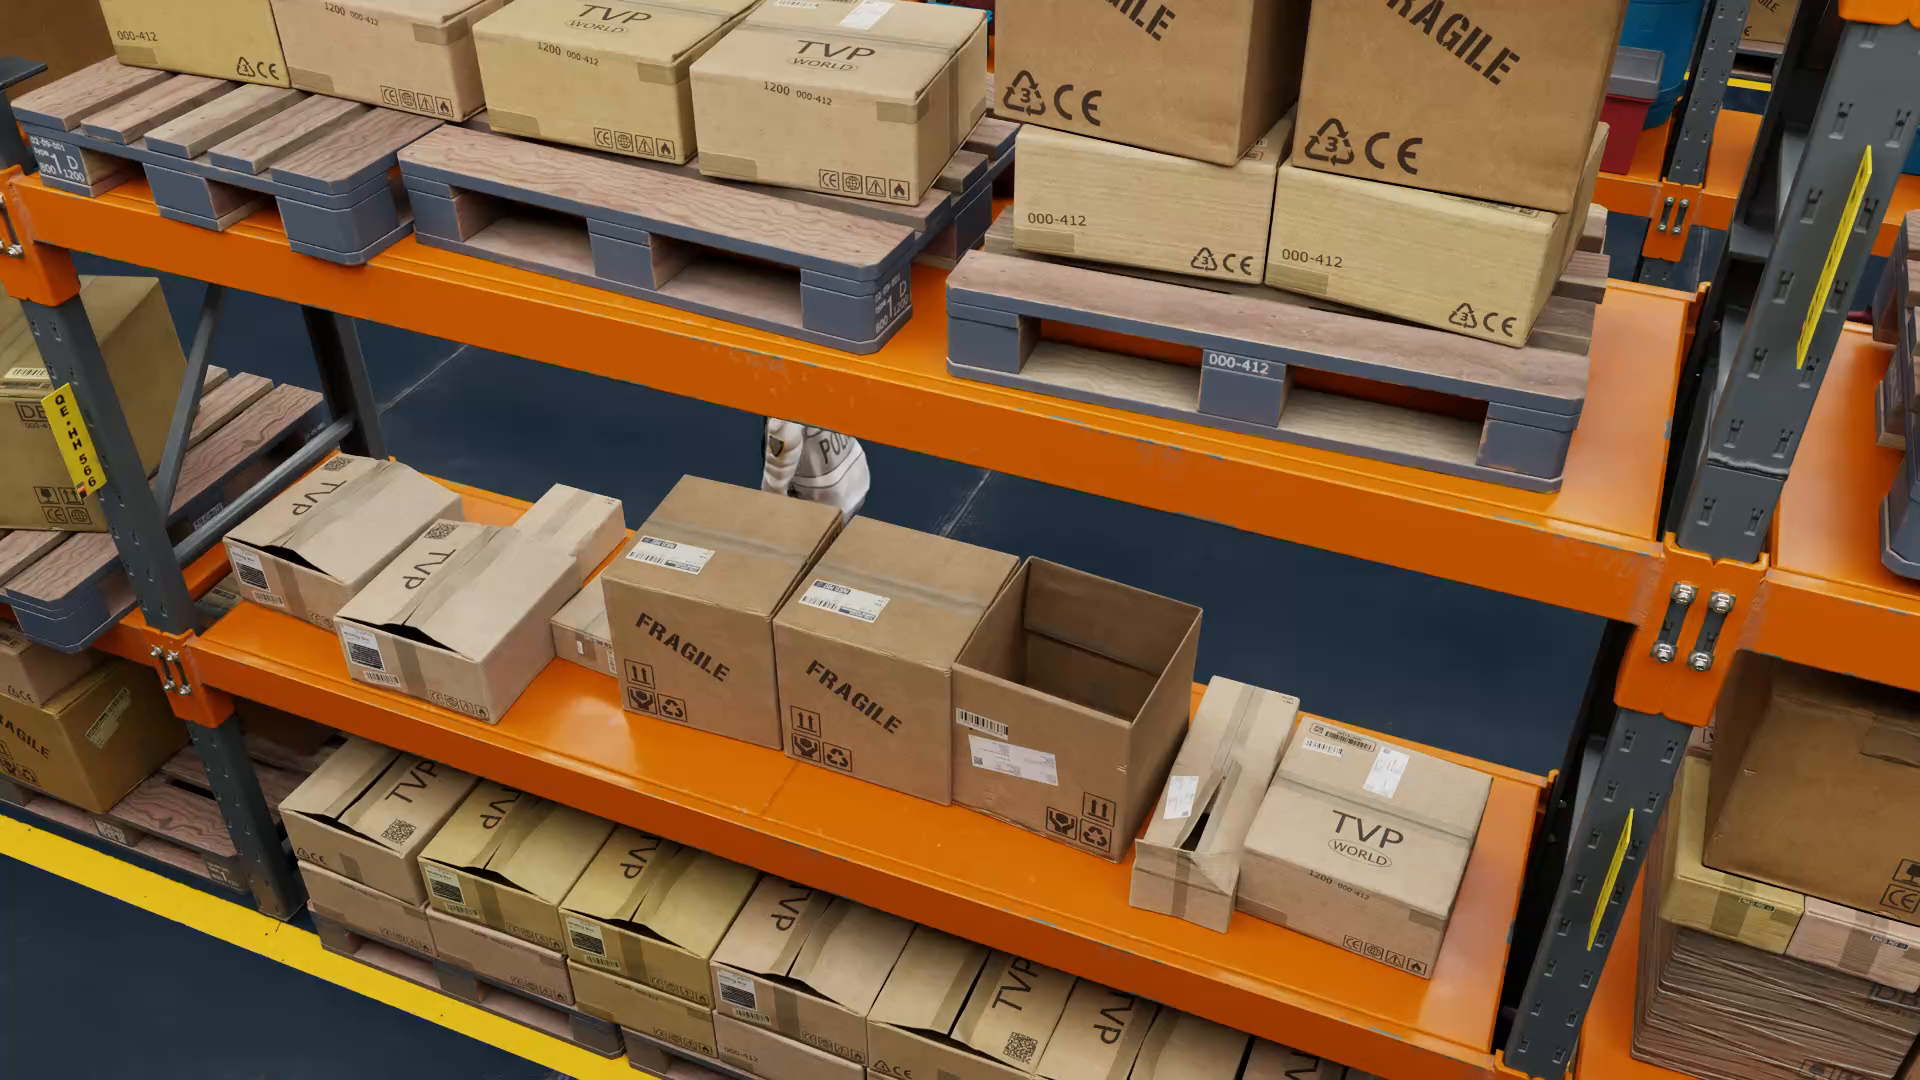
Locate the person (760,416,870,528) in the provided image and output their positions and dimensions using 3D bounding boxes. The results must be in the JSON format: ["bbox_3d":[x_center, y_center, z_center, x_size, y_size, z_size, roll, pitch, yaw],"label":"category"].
[{"bbox_3d":[-0.598,-0.159,6.407,0.465,1.616,0.504,15,40,18],"label":"person"}]
